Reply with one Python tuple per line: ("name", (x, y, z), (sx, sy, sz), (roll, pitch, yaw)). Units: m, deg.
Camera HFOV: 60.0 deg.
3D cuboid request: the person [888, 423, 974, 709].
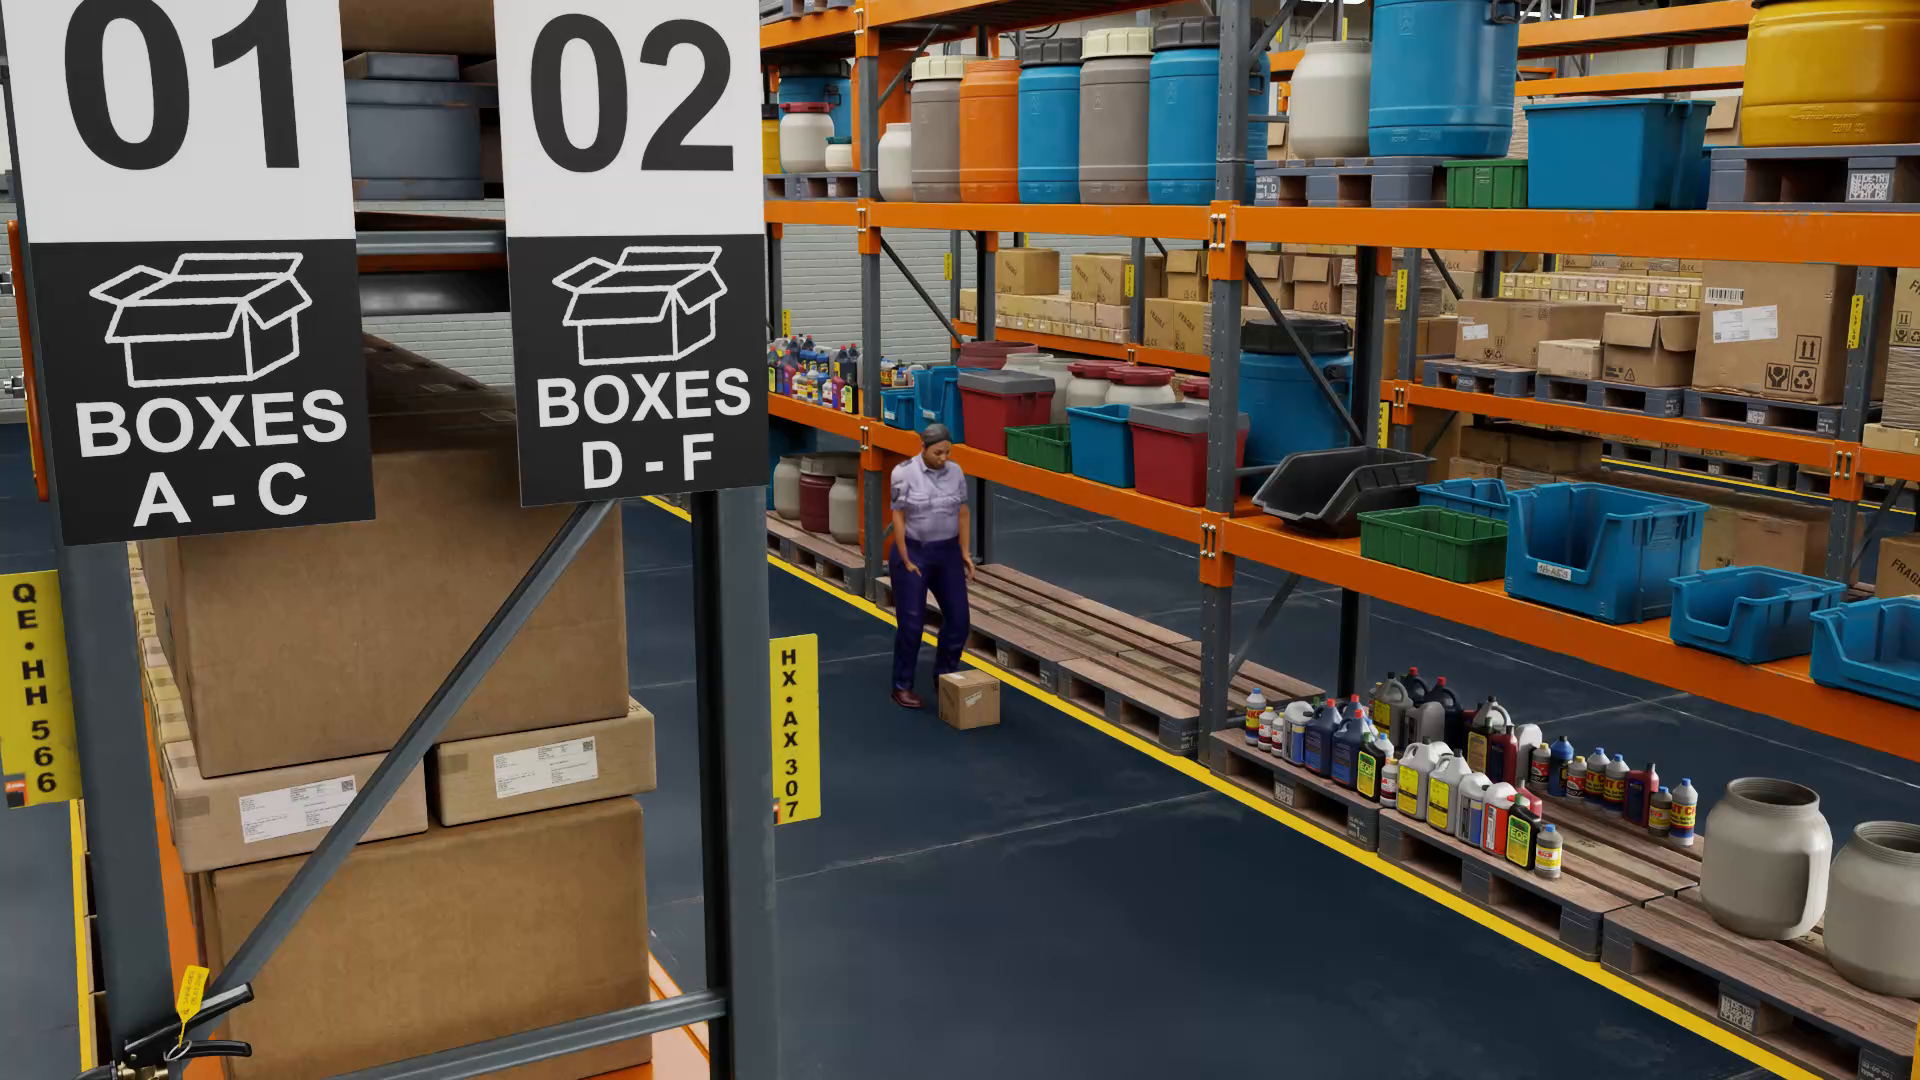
("person", (-0.164, 0.127, 9.477), (0.489, 1.621, 0.372), (-6, 13, -27))
